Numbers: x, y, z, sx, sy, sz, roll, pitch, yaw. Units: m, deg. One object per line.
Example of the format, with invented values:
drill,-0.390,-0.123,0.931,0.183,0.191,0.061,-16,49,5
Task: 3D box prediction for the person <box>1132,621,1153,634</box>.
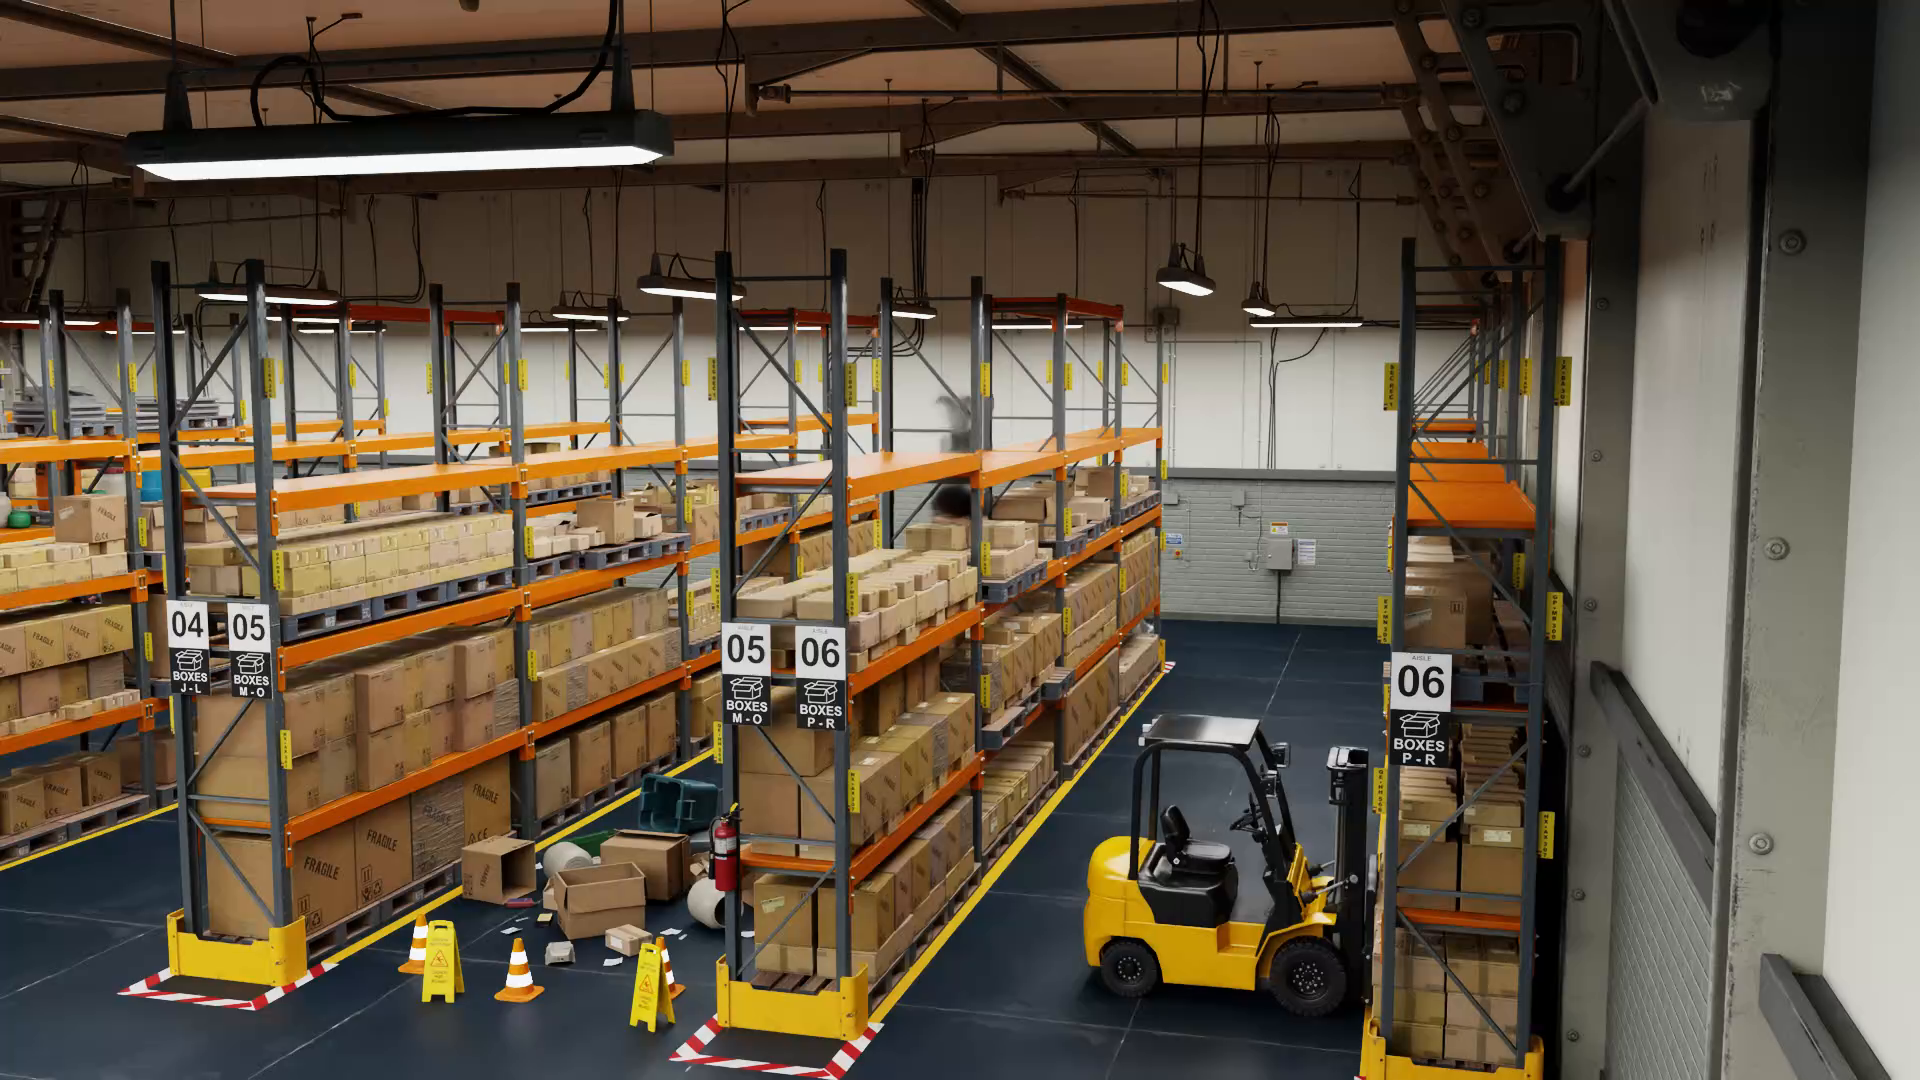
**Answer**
person,3.250,1.161,30.301,0.554,1.628,0.564,0,6,2
